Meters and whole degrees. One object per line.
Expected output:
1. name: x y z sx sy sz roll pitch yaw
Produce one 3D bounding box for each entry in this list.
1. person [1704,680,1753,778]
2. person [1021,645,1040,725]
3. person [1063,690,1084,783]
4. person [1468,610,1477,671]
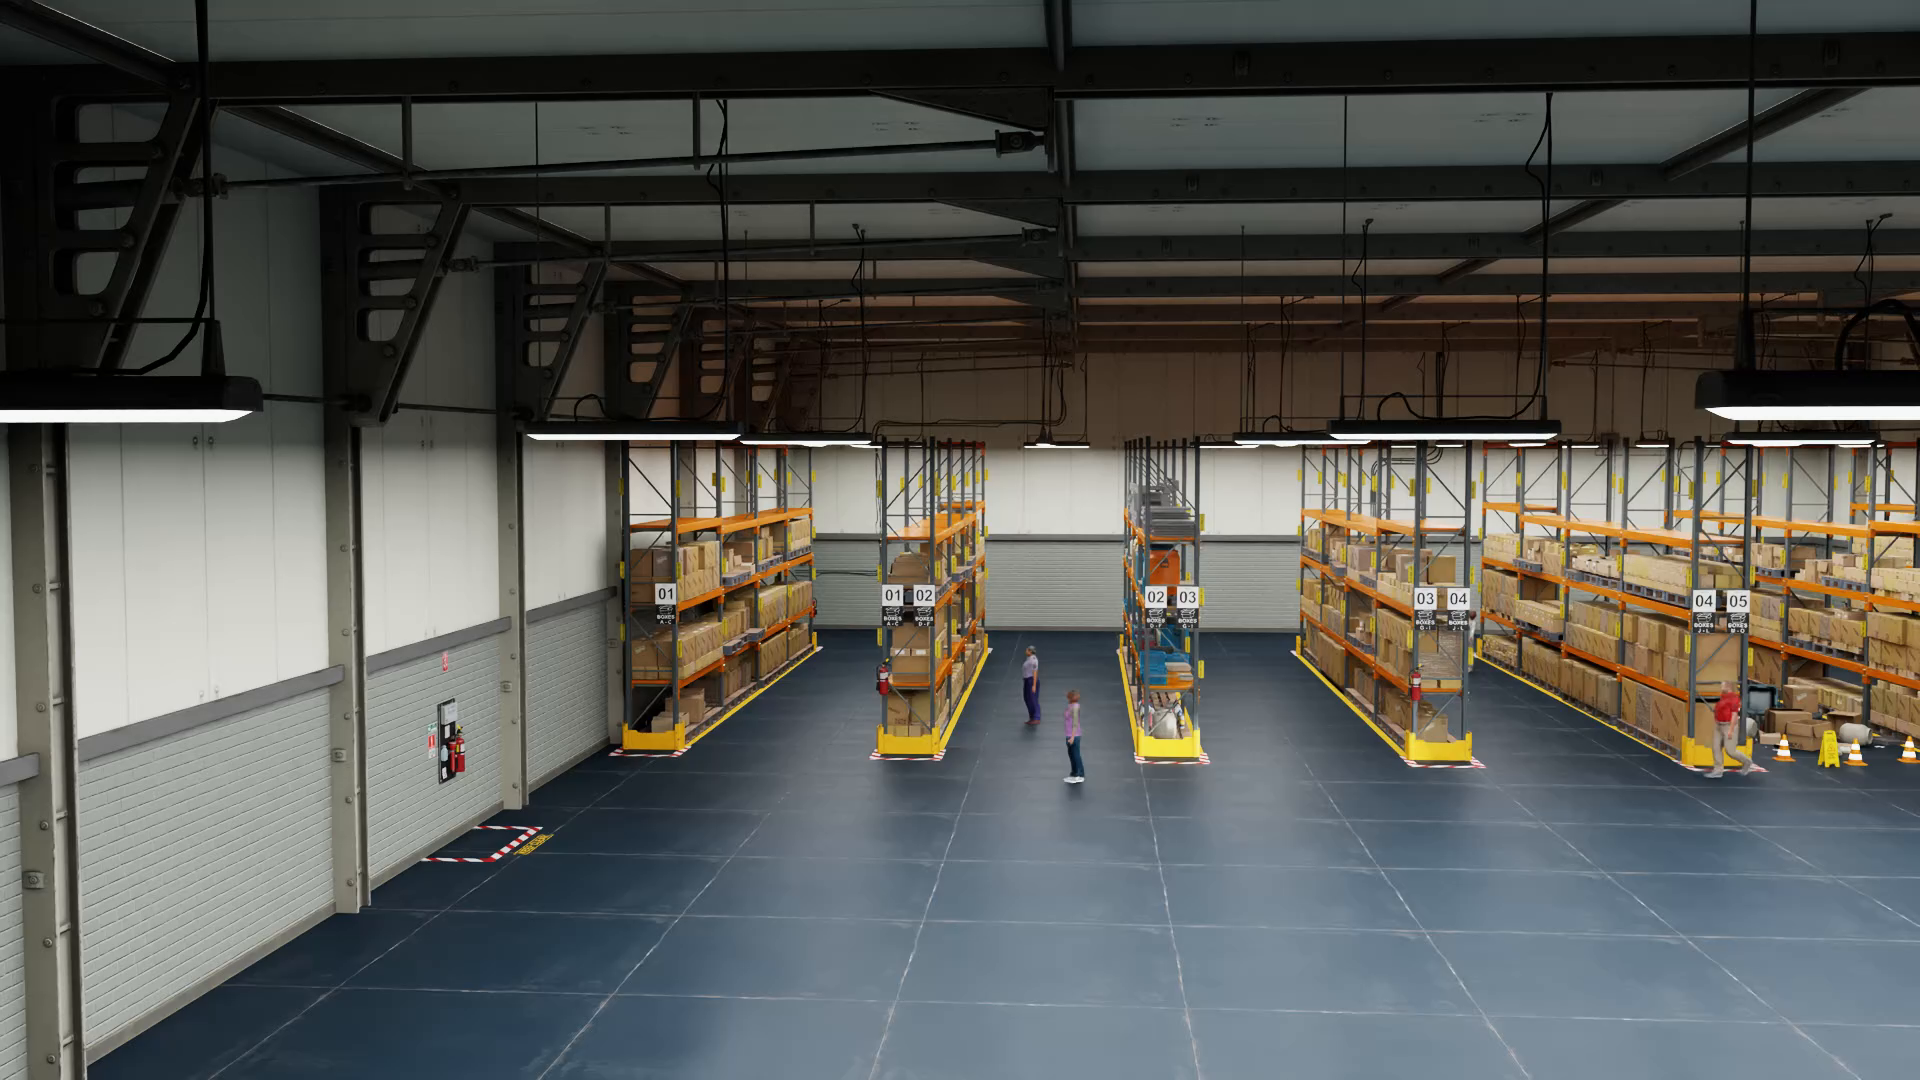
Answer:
1. person: 13.393 3.299 29.020 0.702 1.715 0.505 -1 3 -18
2. person: 1.484 3.052 34.814 0.366 1.672 0.565 -1 3 -16
3. person: 1.962 3.392 28.713 0.371 1.621 0.502 -1 3 -12
4. person: 13.201 2.619 43.302 0.354 1.601 0.518 -1 3 -22
